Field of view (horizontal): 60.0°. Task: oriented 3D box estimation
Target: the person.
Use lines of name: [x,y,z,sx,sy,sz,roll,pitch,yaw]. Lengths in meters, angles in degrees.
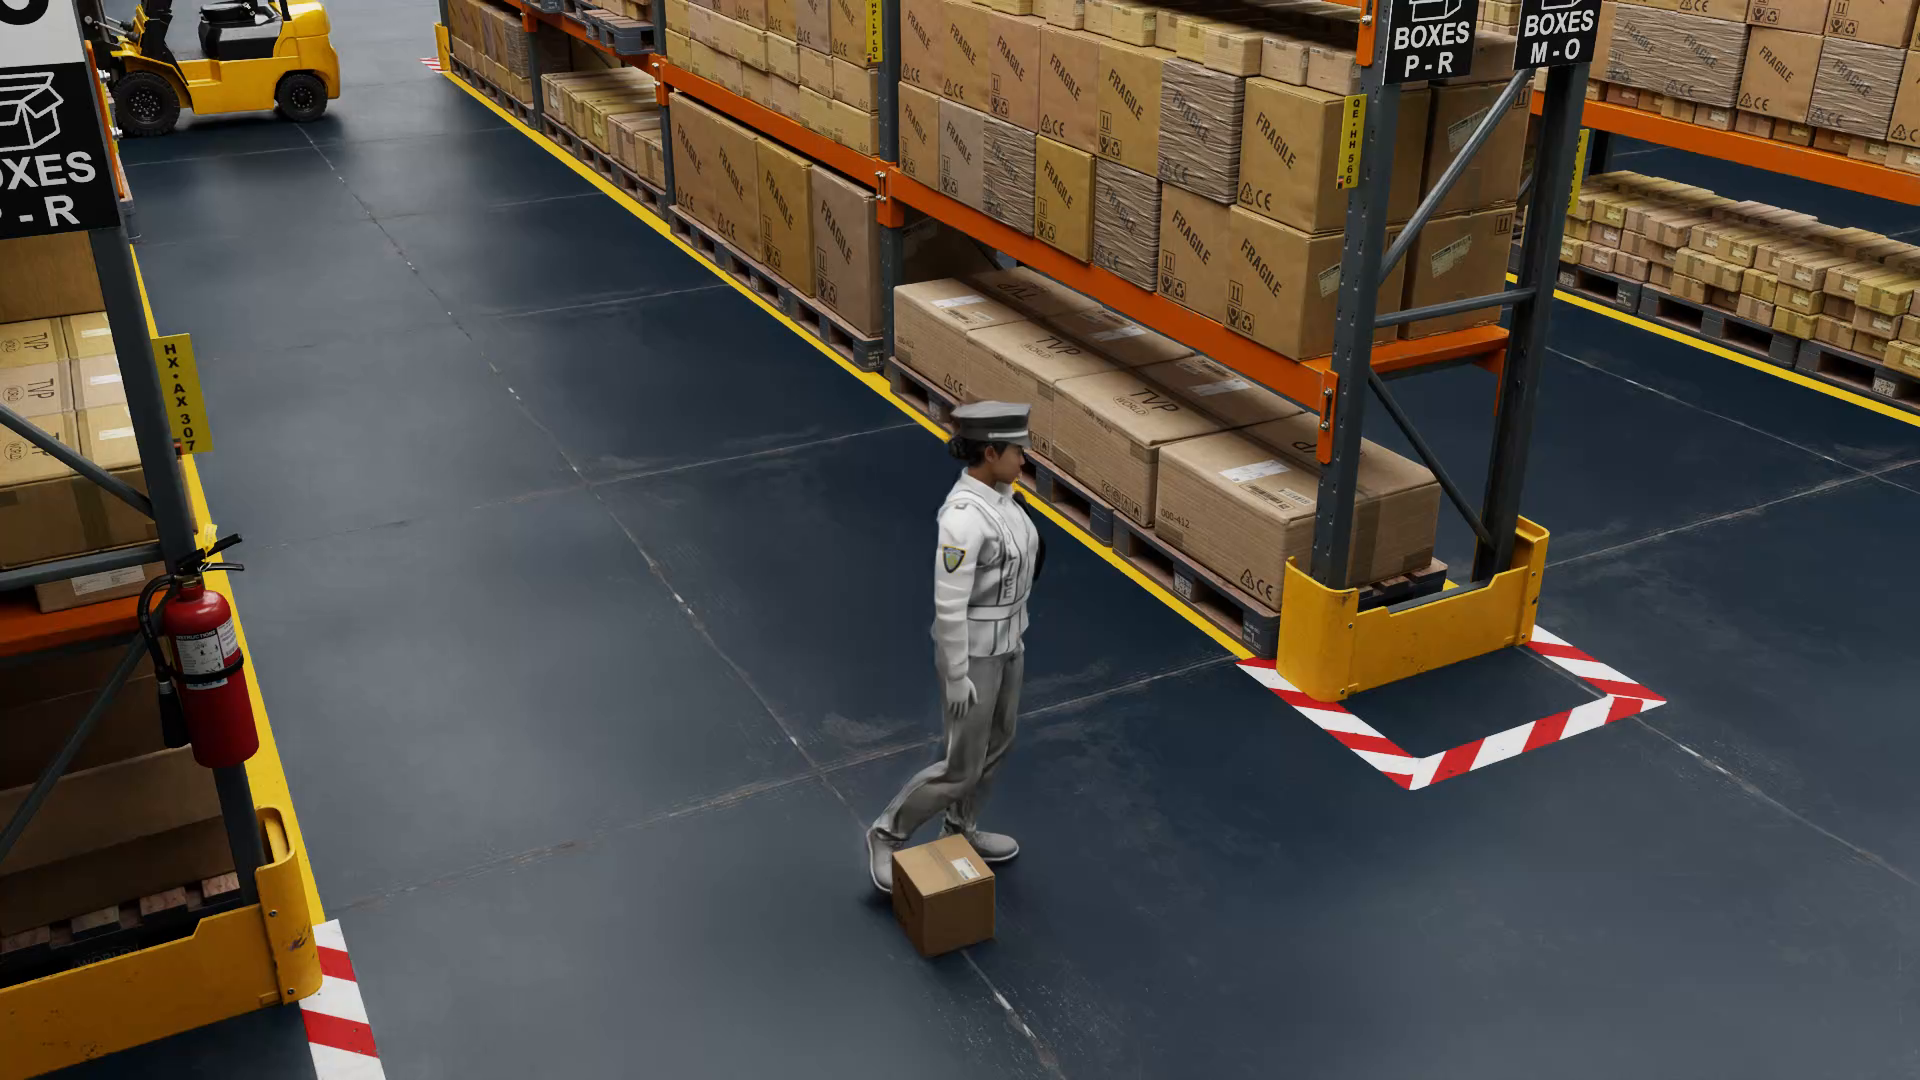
person: [-0.034,0.364,5.367,0.508,1.648,0.661,8,27,16]
